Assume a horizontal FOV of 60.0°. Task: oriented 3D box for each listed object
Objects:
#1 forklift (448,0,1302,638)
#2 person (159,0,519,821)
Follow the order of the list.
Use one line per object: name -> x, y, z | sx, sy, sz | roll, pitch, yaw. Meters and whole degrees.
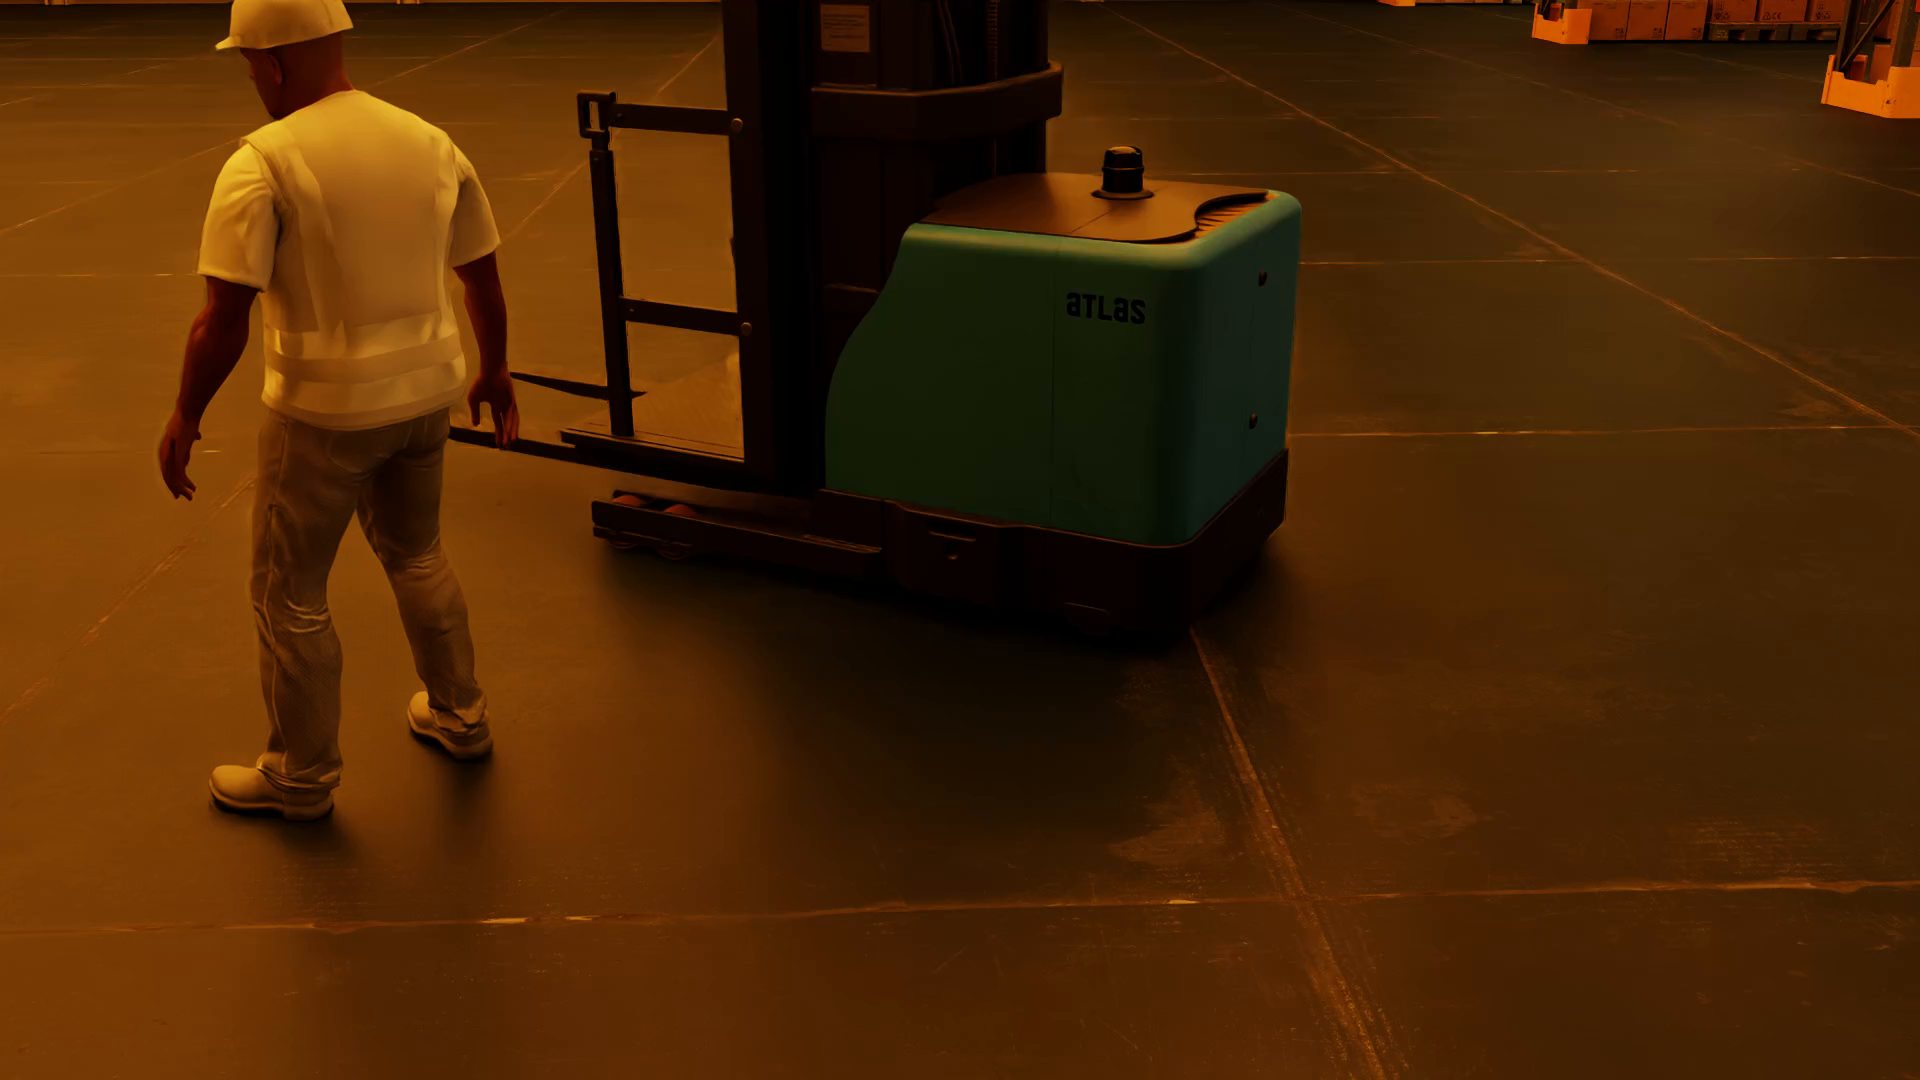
forklift -> -0.552, -1.462, 4.886 | 3.031, 2.935, 1.130 | 10, 24, 25
person -> -1.316, -0.310, 3.577 | 0.412, 1.745, 0.799 | 14, 25, 31
